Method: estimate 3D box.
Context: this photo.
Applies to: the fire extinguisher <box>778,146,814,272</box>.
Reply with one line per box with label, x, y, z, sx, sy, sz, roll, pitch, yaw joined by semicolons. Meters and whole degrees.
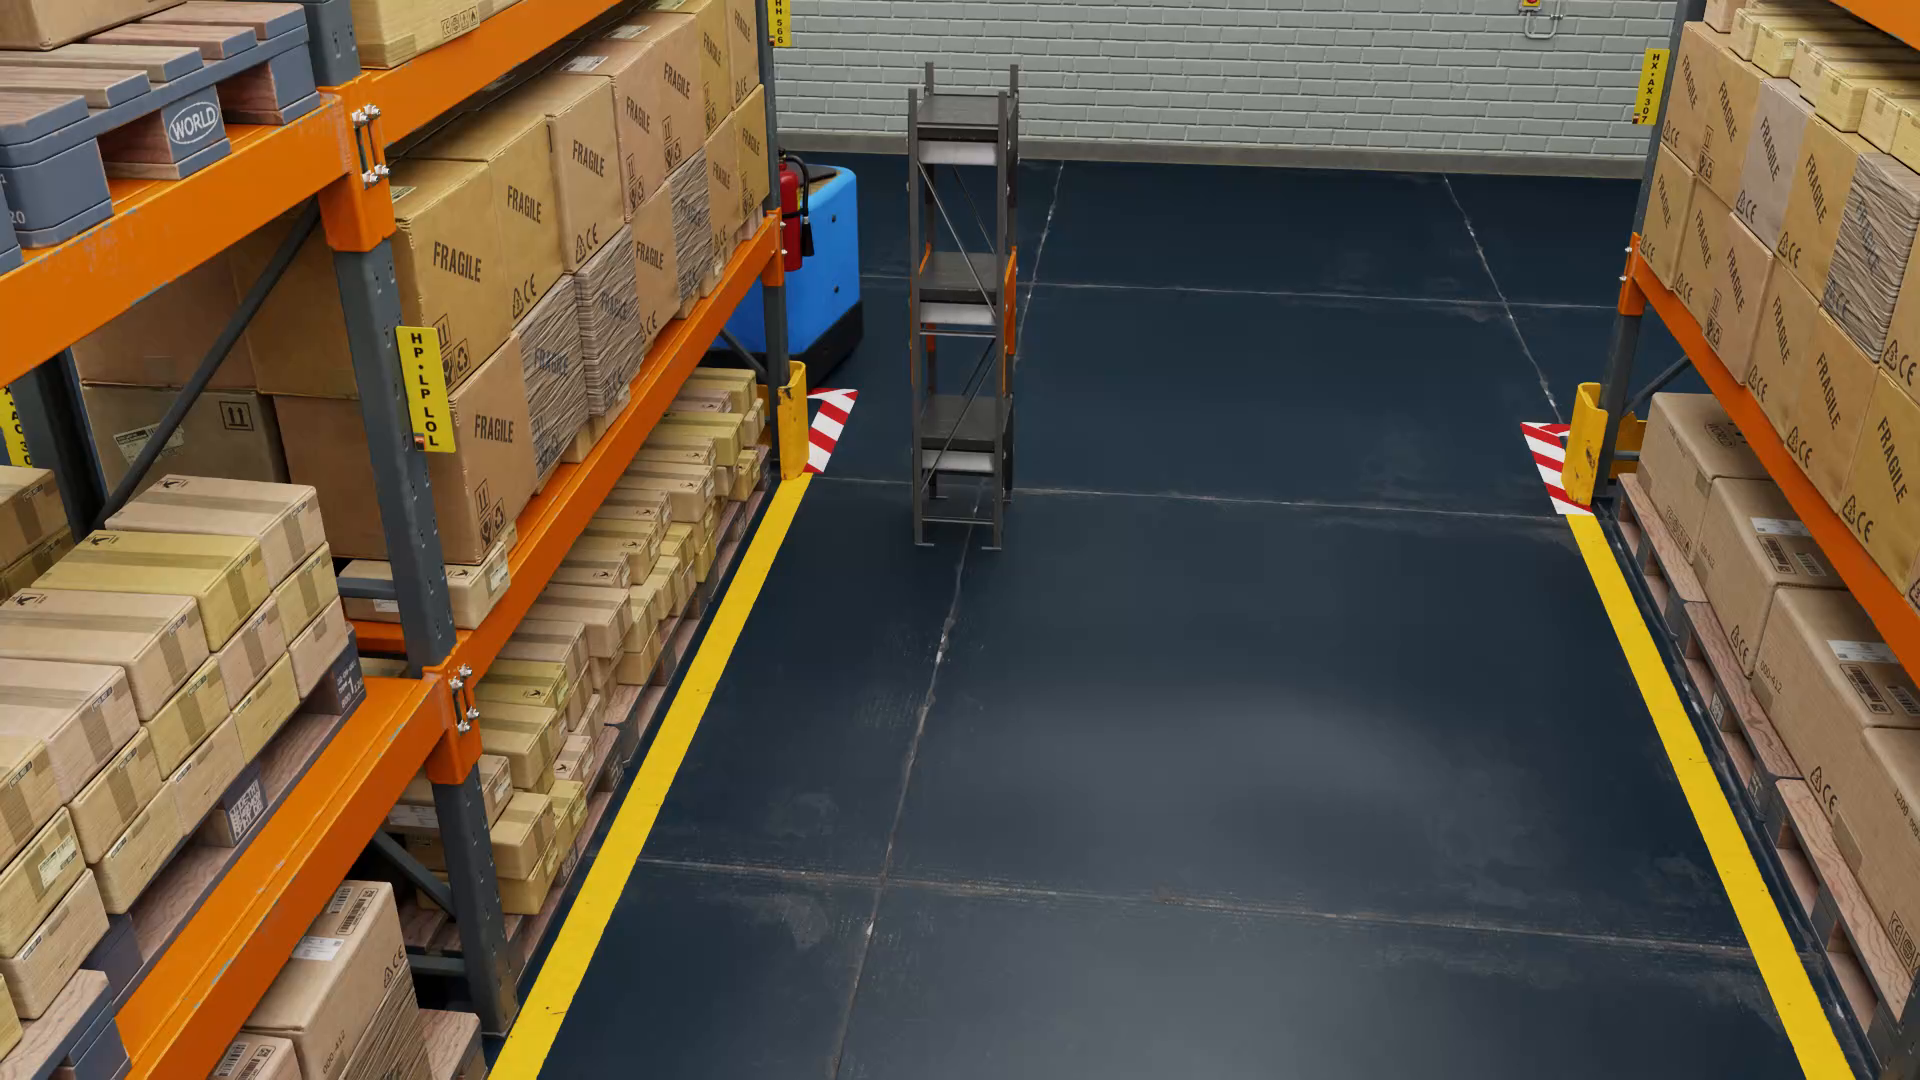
fire extinguisher;-0.869;-1.660;8.144;0.296;0.674;0.183;3;28;6

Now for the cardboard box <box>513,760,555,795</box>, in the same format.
cardboard box;-1.544;0.779;5.391;0.380;0.149;0.250;4;29;7

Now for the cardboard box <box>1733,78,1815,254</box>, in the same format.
cardboard box;3.114;-1.315;5.869;0.500;0.500;0.500;3;28;6

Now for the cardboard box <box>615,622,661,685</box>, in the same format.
cardboard box;-1.366;0.420;6.370;0.380;0.149;0.250;3;28;5

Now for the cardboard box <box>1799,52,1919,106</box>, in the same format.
cardboard box;3.075;-1.536;5.594;0.380;0.149;0.250;4;29;7

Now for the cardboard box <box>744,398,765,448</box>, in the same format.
cardboard box;-1.140;-0.562;7.881;0.380;0.149;0.250;3;28;5

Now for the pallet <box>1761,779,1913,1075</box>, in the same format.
pallet;3.248;1.230;5.243;1.003;0.211;1.213;3;28;6

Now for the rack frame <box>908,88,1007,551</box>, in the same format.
rack frame;-0.010;-0.887;7.183;0.400;2.100;0.015;3;28;6

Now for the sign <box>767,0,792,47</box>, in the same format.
sign;-0.810;-2.374;7.440;0.100;0.325;0.005;3;28;6

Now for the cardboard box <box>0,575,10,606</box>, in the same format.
cardboard box;-2.383;0.192;3.740;0.380;0.149;0.250;3;28;5

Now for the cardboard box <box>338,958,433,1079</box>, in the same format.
cardboard box;-1.689;1.395;4.191;0.500;0.500;0.500;3;28;5

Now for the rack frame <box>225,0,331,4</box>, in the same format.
rack frame;-1.848;-2.525;2.949;1.000;3.000;0.127;3;28;6

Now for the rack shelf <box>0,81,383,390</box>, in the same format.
rack shelf;-2.093;0.054;2.084;1.077;0.370;4.000;3;28;6

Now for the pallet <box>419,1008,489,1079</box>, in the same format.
pallet;-1.942;1.710;4.353;1.003;0.211;1.213;3;28;6

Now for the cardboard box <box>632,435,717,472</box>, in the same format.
cardboard box;-1.260;-0.332;7.140;0.380;0.149;0.250;2;28;4

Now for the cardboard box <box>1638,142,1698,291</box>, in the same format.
cardboard box;3.223;-1.361;7.009;0.500;0.500;0.500;3;28;6

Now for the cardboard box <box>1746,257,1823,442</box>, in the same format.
cardboard box;3.064;-0.647;5.682;0.500;0.500;0.500;4;29;8

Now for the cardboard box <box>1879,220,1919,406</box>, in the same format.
cardboard box;2.931;-0.605;4.550;0.500;0.500;0.500;3;28;5

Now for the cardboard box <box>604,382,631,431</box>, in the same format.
cardboard box;-1.376;-0.510;5.799;0.380;0.149;0.250;5;29;8

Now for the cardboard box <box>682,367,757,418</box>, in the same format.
cardboard box;-1.172;-0.695;7.812;0.380;0.149;0.250;4;29;7

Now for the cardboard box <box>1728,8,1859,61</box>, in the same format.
cardboard box;3.142;-1.902;6.275;0.380;0.149;0.250;4;29;8

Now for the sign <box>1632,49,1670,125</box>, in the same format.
sign;3.017;-1.978;7.262;0.100;0.325;0.005;3;28;6

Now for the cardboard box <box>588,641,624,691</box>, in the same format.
cardboard box;-1.457;0.407;6.081;0.380;0.149;0.250;5;29;9

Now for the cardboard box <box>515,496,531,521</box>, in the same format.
cardboard box;-1.550;-0.142;5.116;0.380;0.149;0.250;2;28;4

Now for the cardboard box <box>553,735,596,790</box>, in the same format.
cardboard box;-1.473;0.788;5.687;0.380;0.149;0.250;3;28;6

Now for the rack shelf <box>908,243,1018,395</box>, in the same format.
rack shelf;0.020;-0.990;7.403;0.431;0.518;0.480;3;28;6

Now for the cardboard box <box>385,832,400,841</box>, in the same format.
cardboard box;-2.023;0.864;5.546;0.380;0.149;0.250;4;29;8

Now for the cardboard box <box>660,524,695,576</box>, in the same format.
cardboard box;-1.302;0.046;6.751;0.380;0.149;0.250;5;29;9

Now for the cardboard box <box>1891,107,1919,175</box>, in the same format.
cardboard box;3.018;-1.175;4.925;0.380;0.149;0.250;3;28;5

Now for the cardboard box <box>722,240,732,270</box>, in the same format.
cardboard box;-1.201;-1.252;7.177;0.380;0.149;0.250;3;28;6

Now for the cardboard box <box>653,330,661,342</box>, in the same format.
cardboard box;-1.363;-0.885;6.495;0.380;0.149;0.250;2;28;4

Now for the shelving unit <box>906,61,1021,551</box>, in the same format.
shelving unit;0.020;-1.002;7.397;0.431;2.100;0.503;3;28;6

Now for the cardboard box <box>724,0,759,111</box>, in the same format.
cardboard box;-1.167;-2.152;7.109;0.500;0.500;0.500;3;28;5

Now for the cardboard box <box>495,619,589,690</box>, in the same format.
cardboard box;-1.516;0.402;5.777;0.380;0.149;0.250;3;28;5

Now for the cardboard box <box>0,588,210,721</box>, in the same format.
cardboard box;-1.769;0.228;3.359;0.380;0.149;0.250;2;28;5

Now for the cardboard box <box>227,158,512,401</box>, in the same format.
cardboard box;-1.551;-0.697;4.408;0.500;0.500;0.500;4;29;7

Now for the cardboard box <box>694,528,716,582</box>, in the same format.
cardboard box;-1.251;0.050;7.057;0.380;0.149;0.250;2;28;4

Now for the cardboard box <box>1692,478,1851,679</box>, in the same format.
cardboard box;3.482;0.164;6.541;0.875;0.438;0.875;4;29;8

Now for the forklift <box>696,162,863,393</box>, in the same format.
forklift;-2.146;-2.443;9.194;3.031;2.935;1.130;9;29;15

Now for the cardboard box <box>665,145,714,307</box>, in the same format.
cardboard box;-1.279;-1.234;6.459;0.500;0.500;0.500;3;29;6

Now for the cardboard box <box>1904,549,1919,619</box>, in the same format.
cardboard box;2.880;0.079;4.335;0.500;0.500;0.500;4;29;7

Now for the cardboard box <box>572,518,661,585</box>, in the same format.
cardboard box;-1.384;0.040;6.449;0.380;0.149;0.250;3;29;6

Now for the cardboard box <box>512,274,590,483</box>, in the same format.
cardboard box;-1.484;-0.511;5.116;0.500;0.500;0.500;3;28;6

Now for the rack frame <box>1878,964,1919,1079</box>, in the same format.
rack frame;3.080;0.356;3.926;0.949;2.616;0.053;3;28;6

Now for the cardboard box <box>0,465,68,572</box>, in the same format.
cardboard box;-2.353;-0.061;3.896;0.380;0.149;0.250;5;29;9

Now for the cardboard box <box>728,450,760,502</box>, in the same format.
cardboard box;-1.147;-0.310;7.725;0.380;0.149;0.250;4;29;8

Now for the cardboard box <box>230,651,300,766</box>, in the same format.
cardboard box;-1.732;0.363;3.736;0.380;0.149;0.250;4;29;6

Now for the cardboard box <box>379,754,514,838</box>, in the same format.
cardboard box;-1.600;0.774;5.086;0.380;0.149;0.250;4;29;8

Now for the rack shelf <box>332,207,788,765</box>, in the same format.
rack shelf;-1.603;-0.509;6.290;1.077;0.370;4.000;3;28;6

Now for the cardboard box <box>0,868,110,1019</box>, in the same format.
cardboard box;-1.824;0.729;3.056;0.380;0.149;0.250;2;28;4

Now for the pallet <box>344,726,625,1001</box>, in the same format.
pallet;-1.801;1.026;5.624;1.003;0.211;1.213;3;28;6

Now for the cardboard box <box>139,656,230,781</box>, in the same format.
cardboard box;-1.765;0.350;3.446;0.380;0.149;0.250;5;29;8

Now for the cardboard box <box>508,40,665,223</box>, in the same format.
cardboard box;-1.346;-1.419;5.748;0.500;0.500;0.500;2;28;4

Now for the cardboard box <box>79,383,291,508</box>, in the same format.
cardboard box;-2.069;-0.303;4.731;0.500;0.500;0.500;3;28;6
